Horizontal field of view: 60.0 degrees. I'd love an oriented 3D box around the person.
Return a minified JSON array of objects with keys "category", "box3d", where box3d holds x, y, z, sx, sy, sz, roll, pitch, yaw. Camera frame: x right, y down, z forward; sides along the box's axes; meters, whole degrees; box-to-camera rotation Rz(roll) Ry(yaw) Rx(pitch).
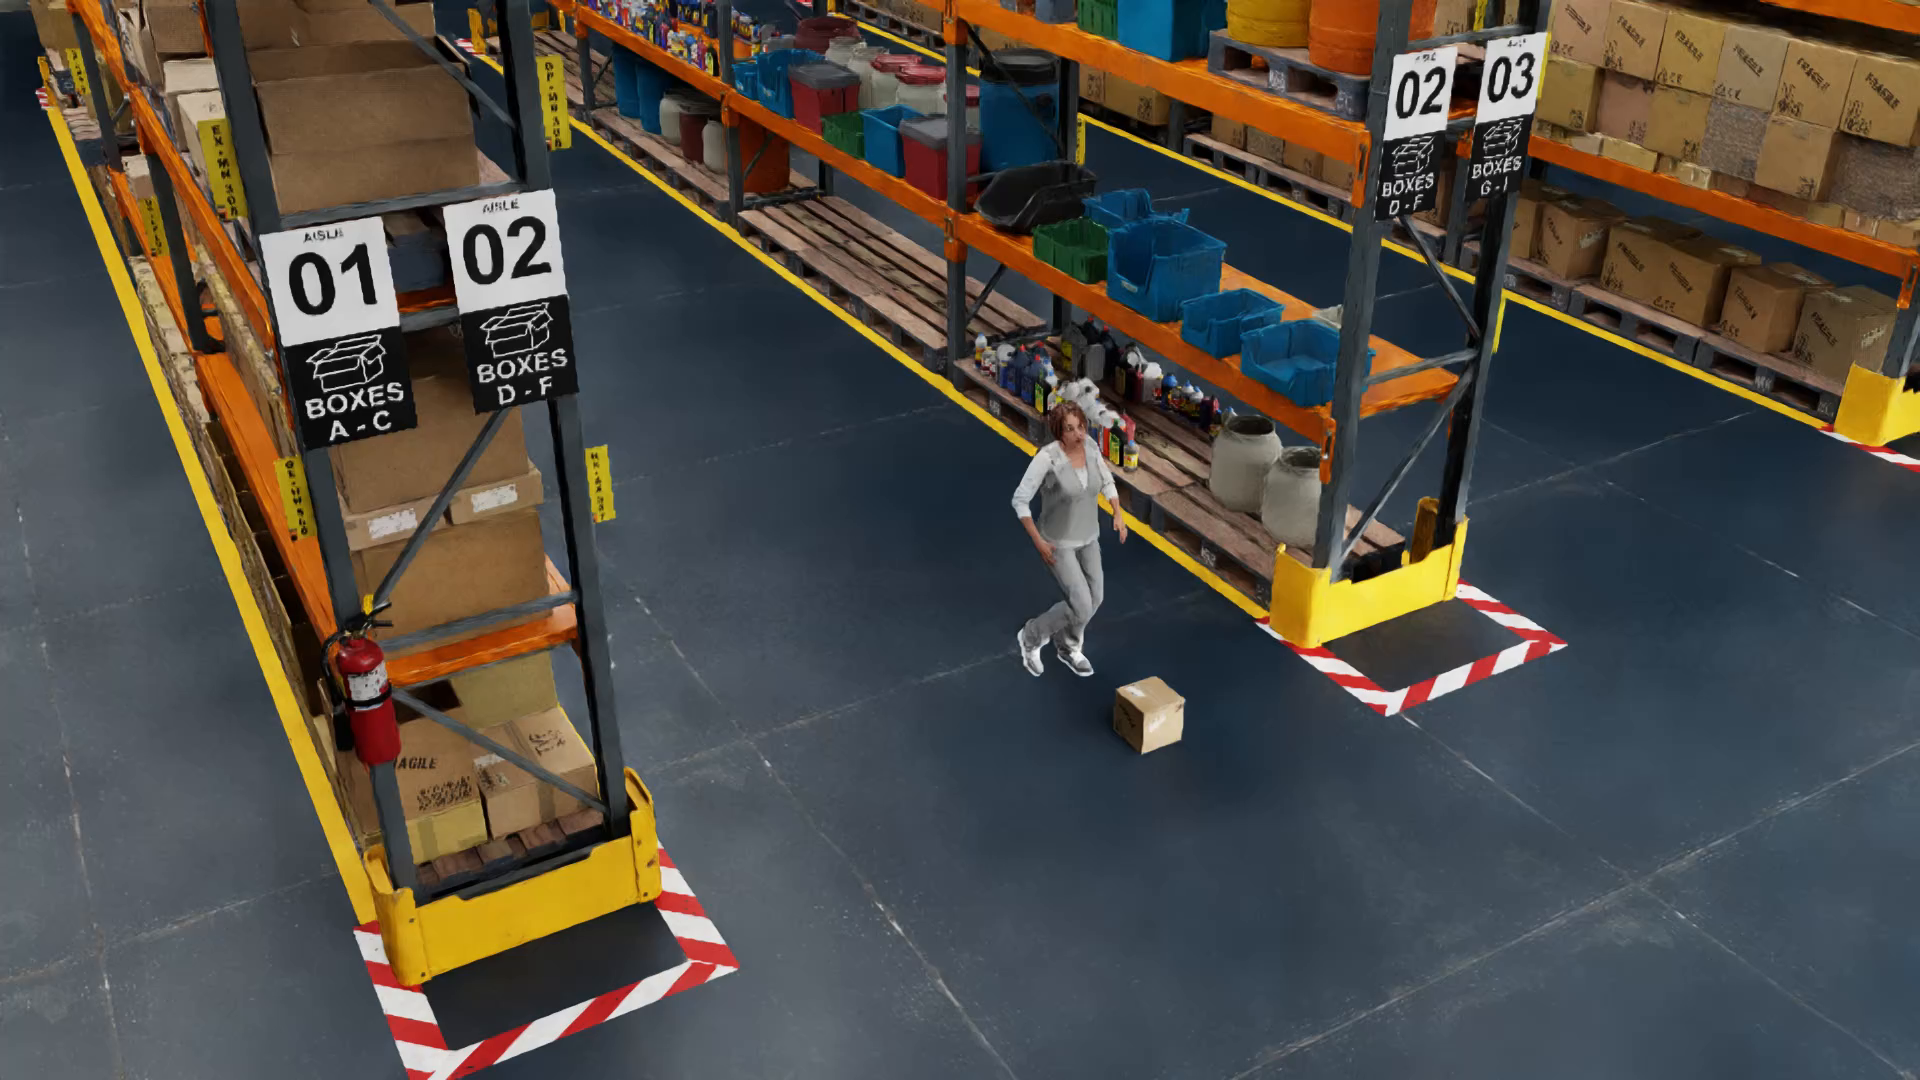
[{"category":"person","box3d":[0.604,0.013,8.572,0.585,1.567,0.439,-25,38,-37]}]
